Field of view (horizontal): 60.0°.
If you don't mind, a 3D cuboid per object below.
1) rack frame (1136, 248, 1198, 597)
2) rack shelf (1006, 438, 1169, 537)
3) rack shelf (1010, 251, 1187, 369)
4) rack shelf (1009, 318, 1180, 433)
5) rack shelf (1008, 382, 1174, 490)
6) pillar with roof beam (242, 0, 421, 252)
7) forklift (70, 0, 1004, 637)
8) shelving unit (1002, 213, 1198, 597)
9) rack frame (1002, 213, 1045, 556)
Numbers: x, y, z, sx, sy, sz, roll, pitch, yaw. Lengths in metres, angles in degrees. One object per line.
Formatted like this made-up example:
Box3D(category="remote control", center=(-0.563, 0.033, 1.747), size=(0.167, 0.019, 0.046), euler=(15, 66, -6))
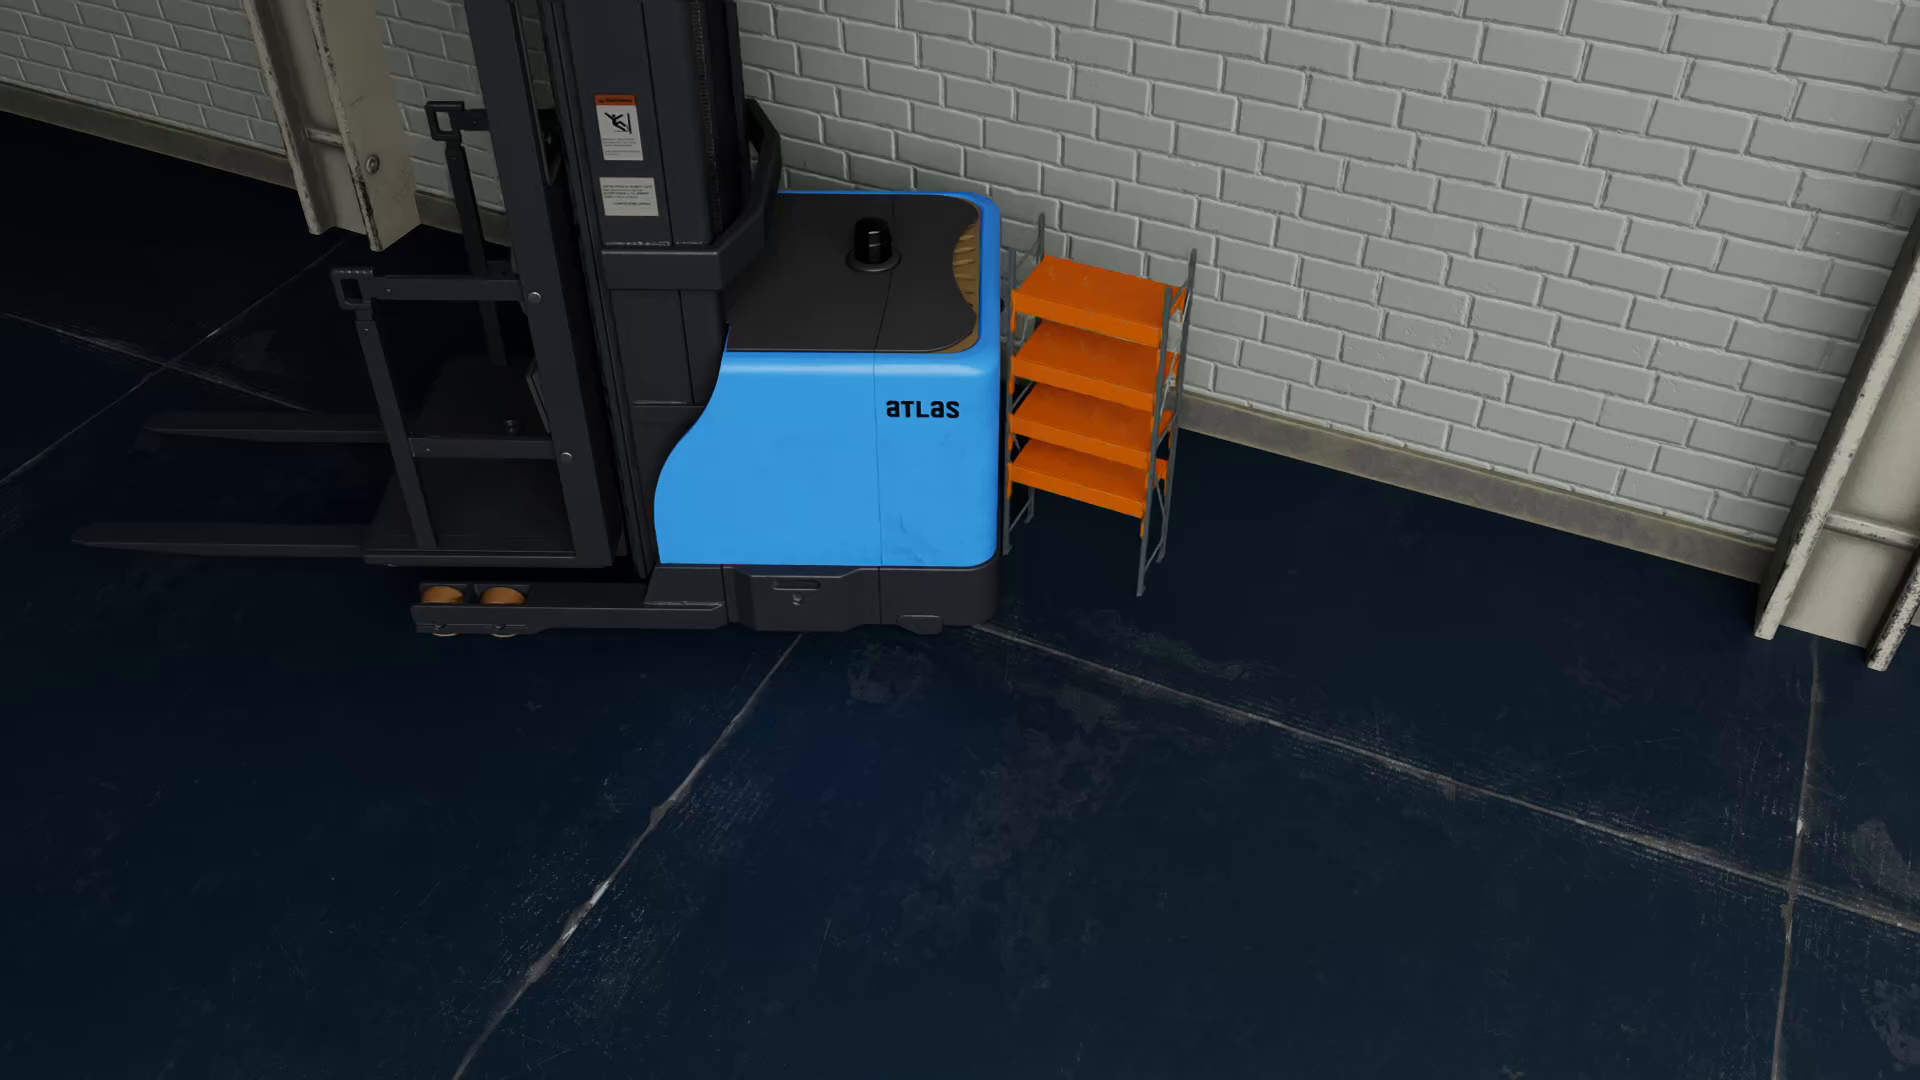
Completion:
Box3D(category="rack frame", center=(0.644, -0.336, 5.222), size=(0.015, 1.200, 0.240), euler=(17, 44, 19))
Box3D(category="rack shelf", center=(0.423, -0.203, 5.474), size=(0.480, 0.148, 0.258), euler=(17, 44, 19))
Box3D(category="rack shelf", center=(0.423, -0.701, 5.042), size=(0.480, 0.148, 0.258), euler=(17, 44, 19))
Box3D(category="rack shelf", center=(0.423, -0.522, 5.197), size=(0.480, 0.148, 0.258), euler=(17, 44, 19))
Box3D(category="rack shelf", center=(0.423, -0.353, 5.344), size=(0.480, 0.148, 0.258), euler=(17, 44, 19))
Box3D(category="pillar with roof beam", center=(-4.440, -2.235, 1.458), size=(0.400, 9.000, 9.100), euler=(17, 44, 19))
Box3D(category="forklift", center=(-1.379, -1.139, 4.827), size=(3.031, 2.935, 1.130), euler=(1, 41, 1))
Box3D(category="shelving unit", center=(0.423, -0.404, 5.300), size=(0.503, 1.200, 0.258), euler=(17, 44, 19))
Box3D(category="rack frame", center=(0.202, -0.472, 5.378), size=(0.015, 1.200, 0.240), euler=(17, 44, 19))
